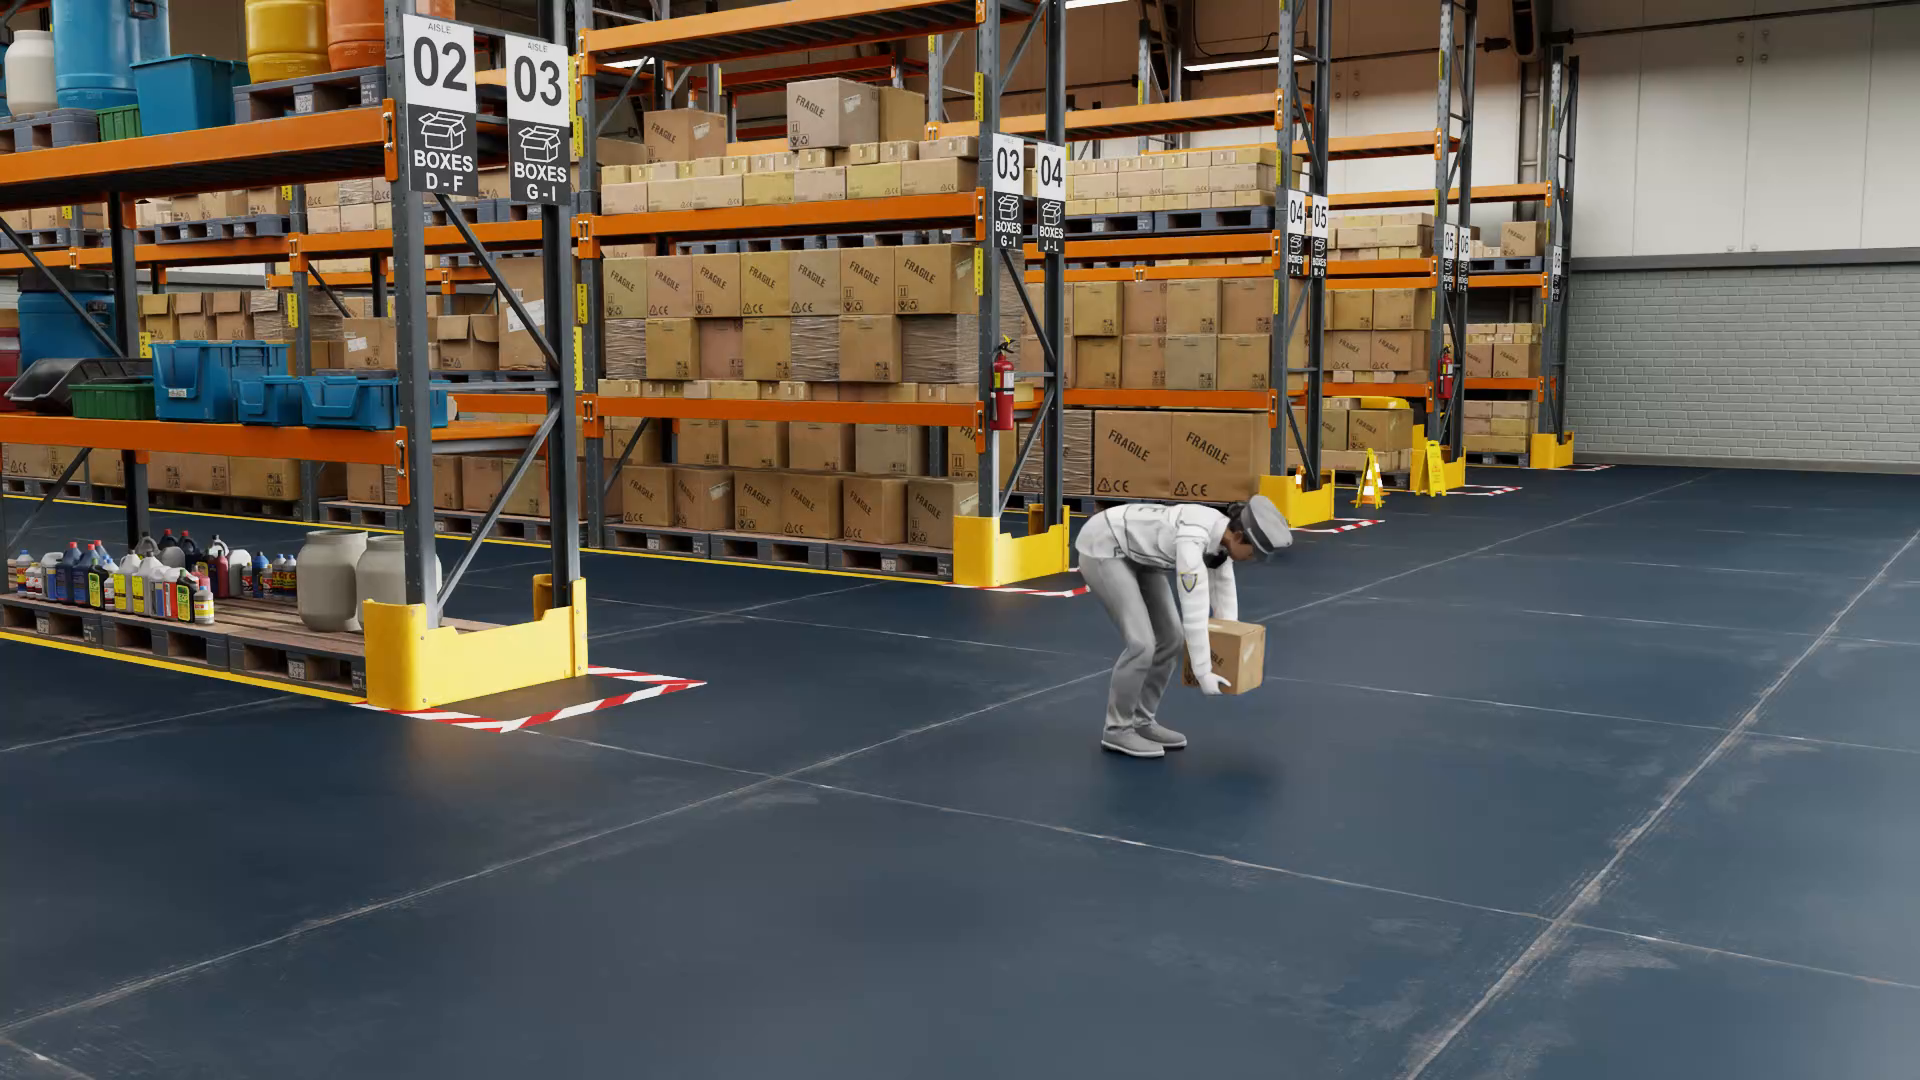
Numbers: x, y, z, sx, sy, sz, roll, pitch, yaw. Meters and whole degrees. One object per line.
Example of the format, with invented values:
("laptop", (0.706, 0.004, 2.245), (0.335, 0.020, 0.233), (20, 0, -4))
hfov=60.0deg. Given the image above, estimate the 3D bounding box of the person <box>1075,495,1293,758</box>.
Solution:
("person", (0.925, 0.349, 6.917), (0.926, 1.106, 0.405), (4, 8, 32))
